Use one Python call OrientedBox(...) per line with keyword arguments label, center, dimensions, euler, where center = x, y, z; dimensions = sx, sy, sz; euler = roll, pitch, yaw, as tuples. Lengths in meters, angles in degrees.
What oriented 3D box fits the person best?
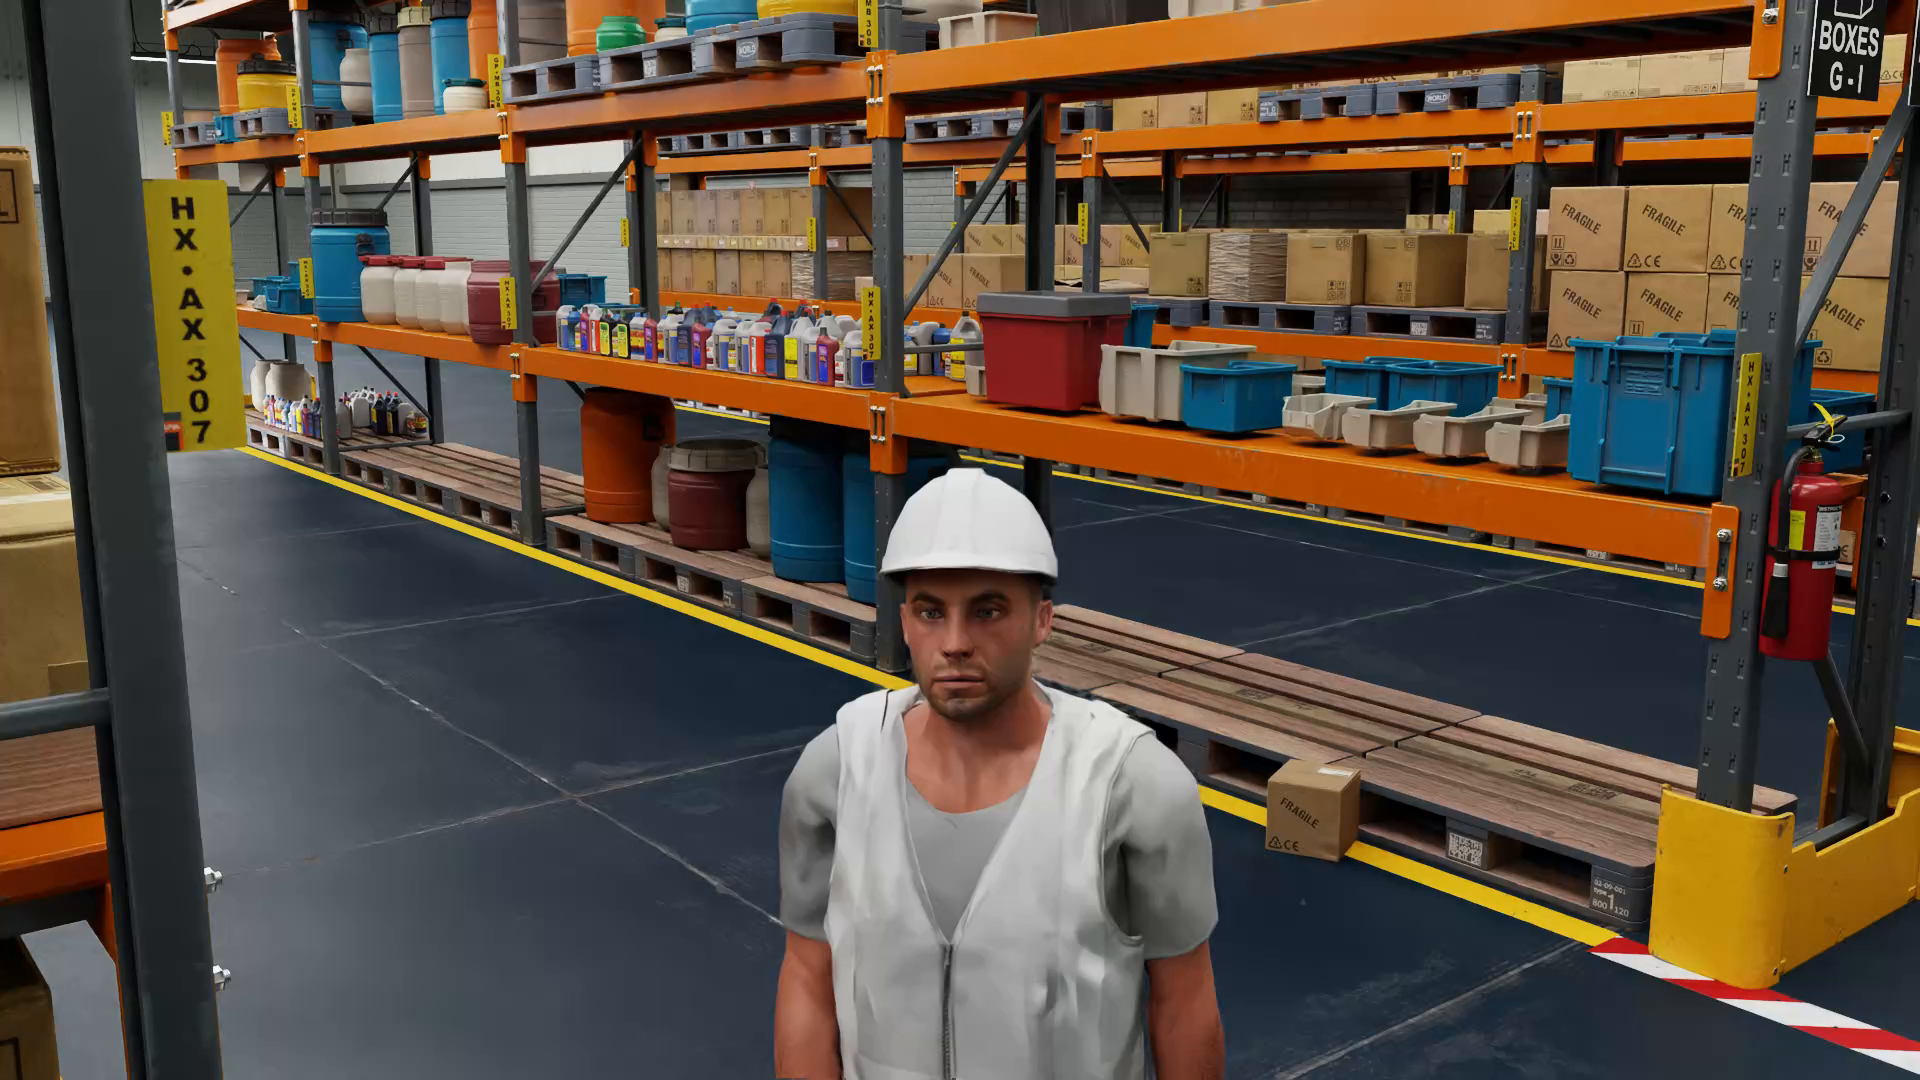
OrientedBox(label="person", center=(0.031, 0.813, 2.033), dimensions=(0.554, 1.812, 0.472), euler=(4, 11, 19))
